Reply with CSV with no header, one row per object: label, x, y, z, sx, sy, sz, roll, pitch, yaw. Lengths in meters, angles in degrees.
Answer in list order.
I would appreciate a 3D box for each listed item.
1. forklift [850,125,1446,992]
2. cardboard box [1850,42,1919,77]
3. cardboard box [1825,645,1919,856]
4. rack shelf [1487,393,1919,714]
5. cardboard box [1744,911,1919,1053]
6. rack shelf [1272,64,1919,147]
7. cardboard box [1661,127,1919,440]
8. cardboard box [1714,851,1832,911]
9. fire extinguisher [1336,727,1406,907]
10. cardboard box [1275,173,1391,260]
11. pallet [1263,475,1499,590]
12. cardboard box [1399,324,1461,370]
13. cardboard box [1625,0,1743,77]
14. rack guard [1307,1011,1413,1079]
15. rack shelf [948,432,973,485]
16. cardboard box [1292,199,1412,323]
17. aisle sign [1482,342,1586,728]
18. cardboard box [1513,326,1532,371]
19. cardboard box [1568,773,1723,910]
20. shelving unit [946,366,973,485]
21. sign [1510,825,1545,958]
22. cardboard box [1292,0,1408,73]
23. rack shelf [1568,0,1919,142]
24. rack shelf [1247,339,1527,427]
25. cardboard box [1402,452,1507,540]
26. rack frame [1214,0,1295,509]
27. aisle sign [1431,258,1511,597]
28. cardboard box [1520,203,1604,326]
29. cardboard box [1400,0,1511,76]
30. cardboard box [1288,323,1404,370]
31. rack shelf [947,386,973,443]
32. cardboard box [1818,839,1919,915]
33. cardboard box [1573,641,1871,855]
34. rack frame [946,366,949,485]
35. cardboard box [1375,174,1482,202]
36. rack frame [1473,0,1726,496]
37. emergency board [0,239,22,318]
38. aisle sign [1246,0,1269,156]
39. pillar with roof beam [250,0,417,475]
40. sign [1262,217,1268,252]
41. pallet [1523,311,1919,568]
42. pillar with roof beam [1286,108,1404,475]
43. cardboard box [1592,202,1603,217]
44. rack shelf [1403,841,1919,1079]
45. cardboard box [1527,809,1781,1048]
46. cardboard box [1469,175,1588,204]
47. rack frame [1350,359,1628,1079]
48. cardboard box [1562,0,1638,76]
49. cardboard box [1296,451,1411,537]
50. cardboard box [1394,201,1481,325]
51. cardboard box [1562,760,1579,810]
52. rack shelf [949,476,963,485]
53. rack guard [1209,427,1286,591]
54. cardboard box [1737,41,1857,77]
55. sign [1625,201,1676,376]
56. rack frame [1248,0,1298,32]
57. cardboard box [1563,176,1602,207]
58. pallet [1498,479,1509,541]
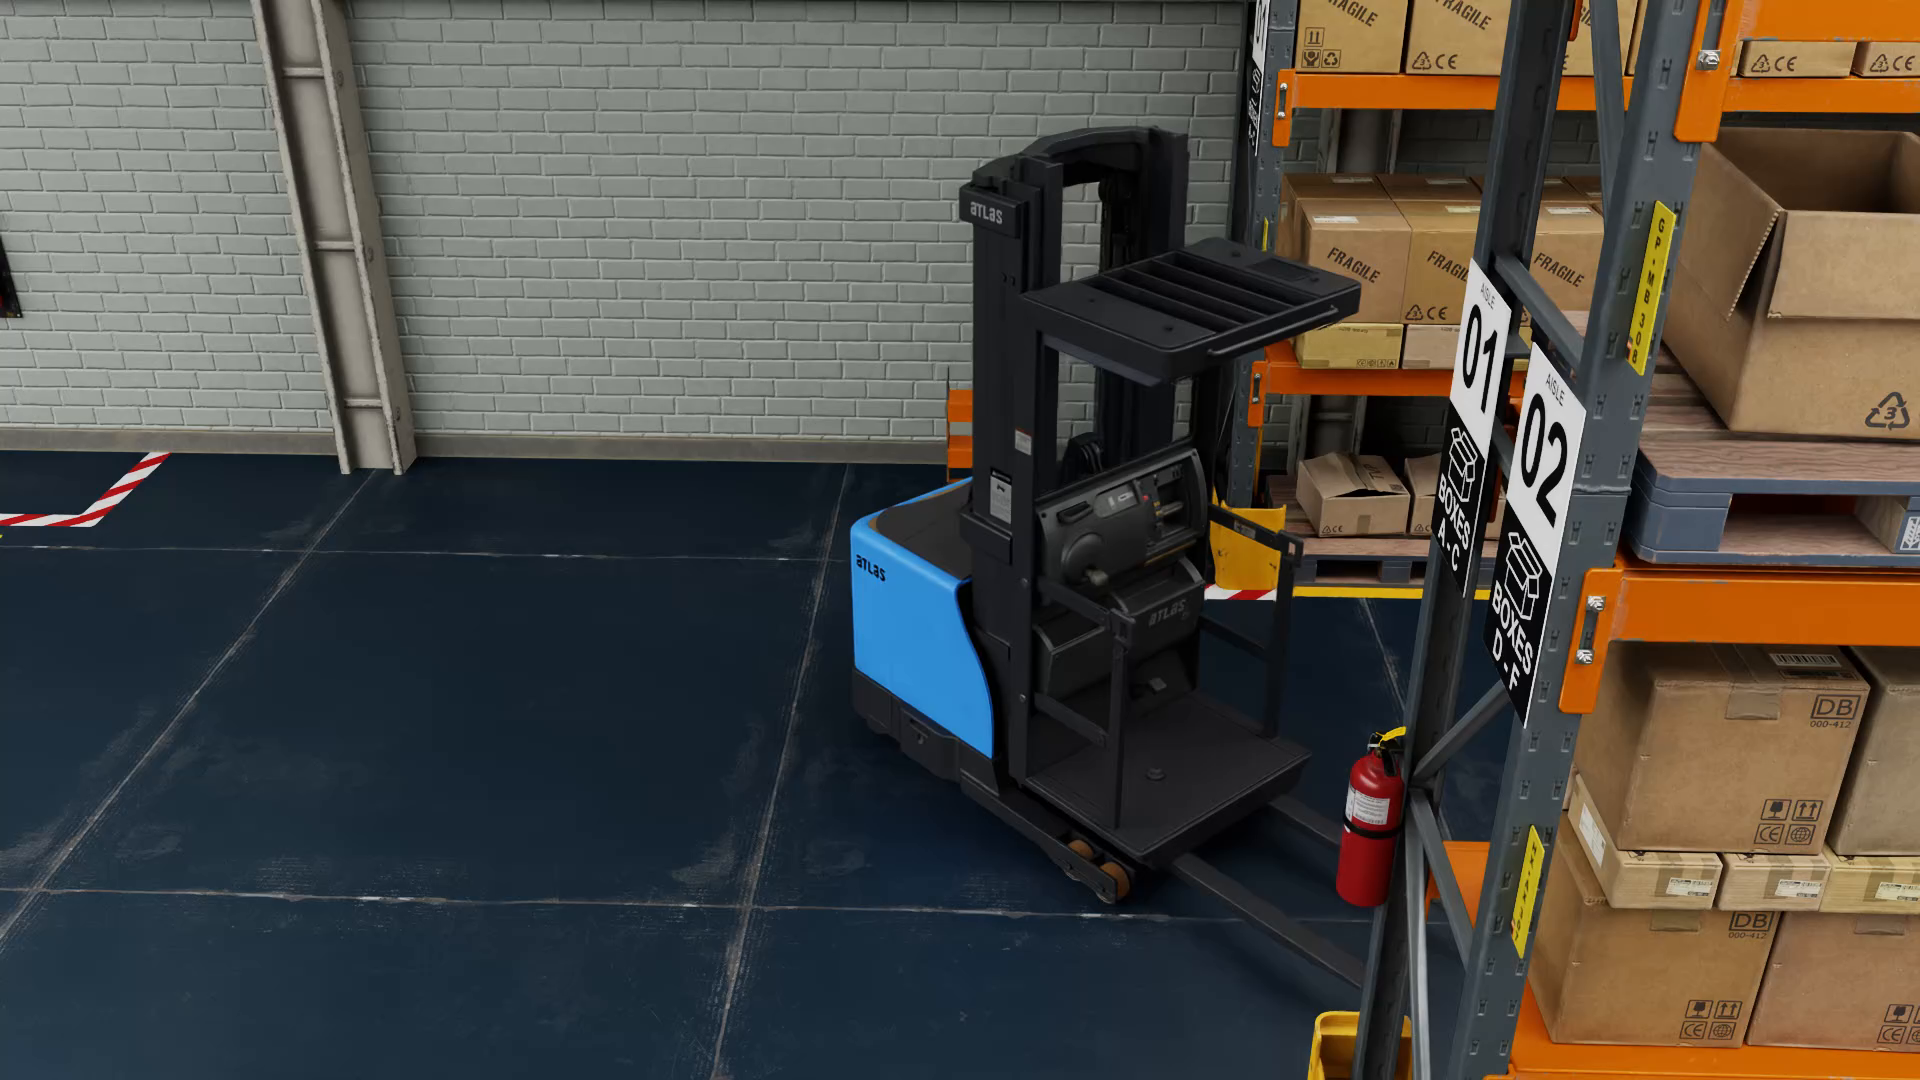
forklift,0.821,-0.056,6.725,1.130,2.935,3.031,-22,35,-35
cardboard box,4.524,-2.541,8.011,0.500,0.500,0.500,-1,28,-3
cardboard box,2.419,0.400,4.301,0.500,0.500,0.700,0,28,0
rack shelf,3.373,0.022,4.071,4.000,0.370,1.077,1,28,2
cardboard box,2.365,0.973,4.606,0.500,0.500,0.700,2,28,3
rack shelf,3.544,-2.297,8.445,4.000,0.370,1.077,1,28,2
cardboard box,1.948,-0.610,3.788,0.637,0.503,0.797,3,28,5
cardboard box,2.023,0.776,4.284,0.250,0.149,0.380,0,28,0
fire extinguisher,1.272,0.811,5.099,0.183,0.674,0.296,1,28,2
cardboard box,2.024,-1.688,9.069,0.500,0.500,0.500,1,28,1
pallet,2.432,-0.059,9.636,1.213,0.211,1.003,1,28,2
cardboard box,2.541,-1.106,8.773,0.500,0.250,0.500,0,28,0
cardboard box,3.461,-2.547,8.021,0.500,0.500,0.500,3,28,5
rack guard,1.350,2.101,5.254,0.348,0.500,1.175,1,28,2
rack shelf,0.053,-0.454,9.507,0.240,0.259,0.215,1,28,2
cardboard box,2.012,-1.448,8.616,0.500,0.500,0.500,1,28,2
aisle sign,1.298,-0.010,3.790,0.004,0.787,0.394,1,28,2
cardboard box,3.050,-1.095,8.752,0.500,0.250,0.500,1,28,1
cardboard box,1.759,0.773,4.290,0.250,0.149,0.380,1,28,1
shelving unit,0.053,-0.463,9.502,0.252,1.050,0.215,1,28,2
sign,1.349,0.839,3.956,0.005,0.325,0.100,1,28,2
cardboard box,1.871,-2.578,8.080,0.500,0.500,0.500,2,28,3
rack shelf,3.373,-1.126,3.462,4.000,0.370,1.077,1,28,2
rack shelf,3.544,-0.971,9.148,4.000,0.370,1.077,1,28,2
cardboard box,2.803,-0.266,9.449,0.500,0.311,0.500,3,28,6
rack frame,1.545,-1.322,9.042,0.127,3.000,1.000,1,28,2
aisle sign,1.319,-0.291,4.320,0.004,0.787,0.394,1,28,2
cardboard box,3.021,-1.423,8.570,0.500,0.500,0.500,0,28,0
cardboard box,2.406,-2.552,8.031,0.500,0.500,0.500,3,28,5
cardboard box,2.022,-1.108,8.776,0.500,0.250,0.500,0,28,0
rack shelf,0.053,-0.704,9.374,0.240,0.259,0.215,1,28,2
cardboard box,2.272,0.781,4.275,0.250,0.149,0.380,1,28,2
cardboard box,1.893,0.394,4.313,0.500,0.500,0.700,1,28,2
rack frame,-0.068,-0.465,9.506,0.008,1.050,0.200,1,28,2
cardboard box,2.527,-1.675,9.045,0.500,0.500,0.500,1,28,2
rack frame,1.374,-1.654,3.262,0.127,3.000,1.000,1,28,2
emergency board,-6.189,-1.873,10.081,0.643,1.169,0.194,1,28,2
aisle sign,1.463,-2.332,8.170,0.004,0.787,0.394,1,28,2
pillar with roof beam,-3.873,-2.450,4.764,0.400,9.000,9.100,1,28,2
sign,1.526,-1.451,8.360,0.005,0.325,0.100,1,28,2
pallet,2.080,-0.266,3.941,1.213,0.211,1.003,1,28,2
pillar with roof beam,2.123,-2.351,4.577,0.400,9.000,9.100,1,28,2
cardboard box,3.538,-1.420,8.565,0.500,0.500,0.500,2,28,3
rack shelf,3.373,1.347,4.774,4.000,0.370,1.077,1,28,2
cardboard box,1.840,0.966,4.618,0.500,0.500,0.700,1,28,2
cardboard box,3.043,-1.668,9.033,0.500,0.500,0.500,0,28,0
rack frame,1.374,0.997,4.667,0.127,3.000,1.000,1,28,2
cardboard box,2.925,-2.546,8.019,0.500,0.500,0.500,2,28,4
cardboard box,2.234,-0.275,9.467,0.500,0.311,0.500,-2,28,-4
cardboard box,2.505,-1.435,8.592,0.500,0.500,0.500,1,28,2
cardboard box,1.763,0.583,4.648,0.250,0.149,0.380,0,28,1
rack shelf,0.053,-0.208,9.638,0.240,0.259,0.215,1,28,2
rack guard,1.621,-0.217,9.625,0.348,0.500,1.175,1,28,2
cardboard box,3.969,-2.533,7.995,0.500,0.500,0.500,0,28,0
sign,1.349,-0.490,3.252,0.005,0.325,0.100,1,28,2
rack frame,1.545,-3.973,7.636,0.127,3.000,1.000,1,28,2
cardboard box,3.547,-1.660,9.017,0.500,0.500,0.500,1,28,2
pallet,3.648,-0.037,9.595,1.213,0.211,1.003,1,28,2
